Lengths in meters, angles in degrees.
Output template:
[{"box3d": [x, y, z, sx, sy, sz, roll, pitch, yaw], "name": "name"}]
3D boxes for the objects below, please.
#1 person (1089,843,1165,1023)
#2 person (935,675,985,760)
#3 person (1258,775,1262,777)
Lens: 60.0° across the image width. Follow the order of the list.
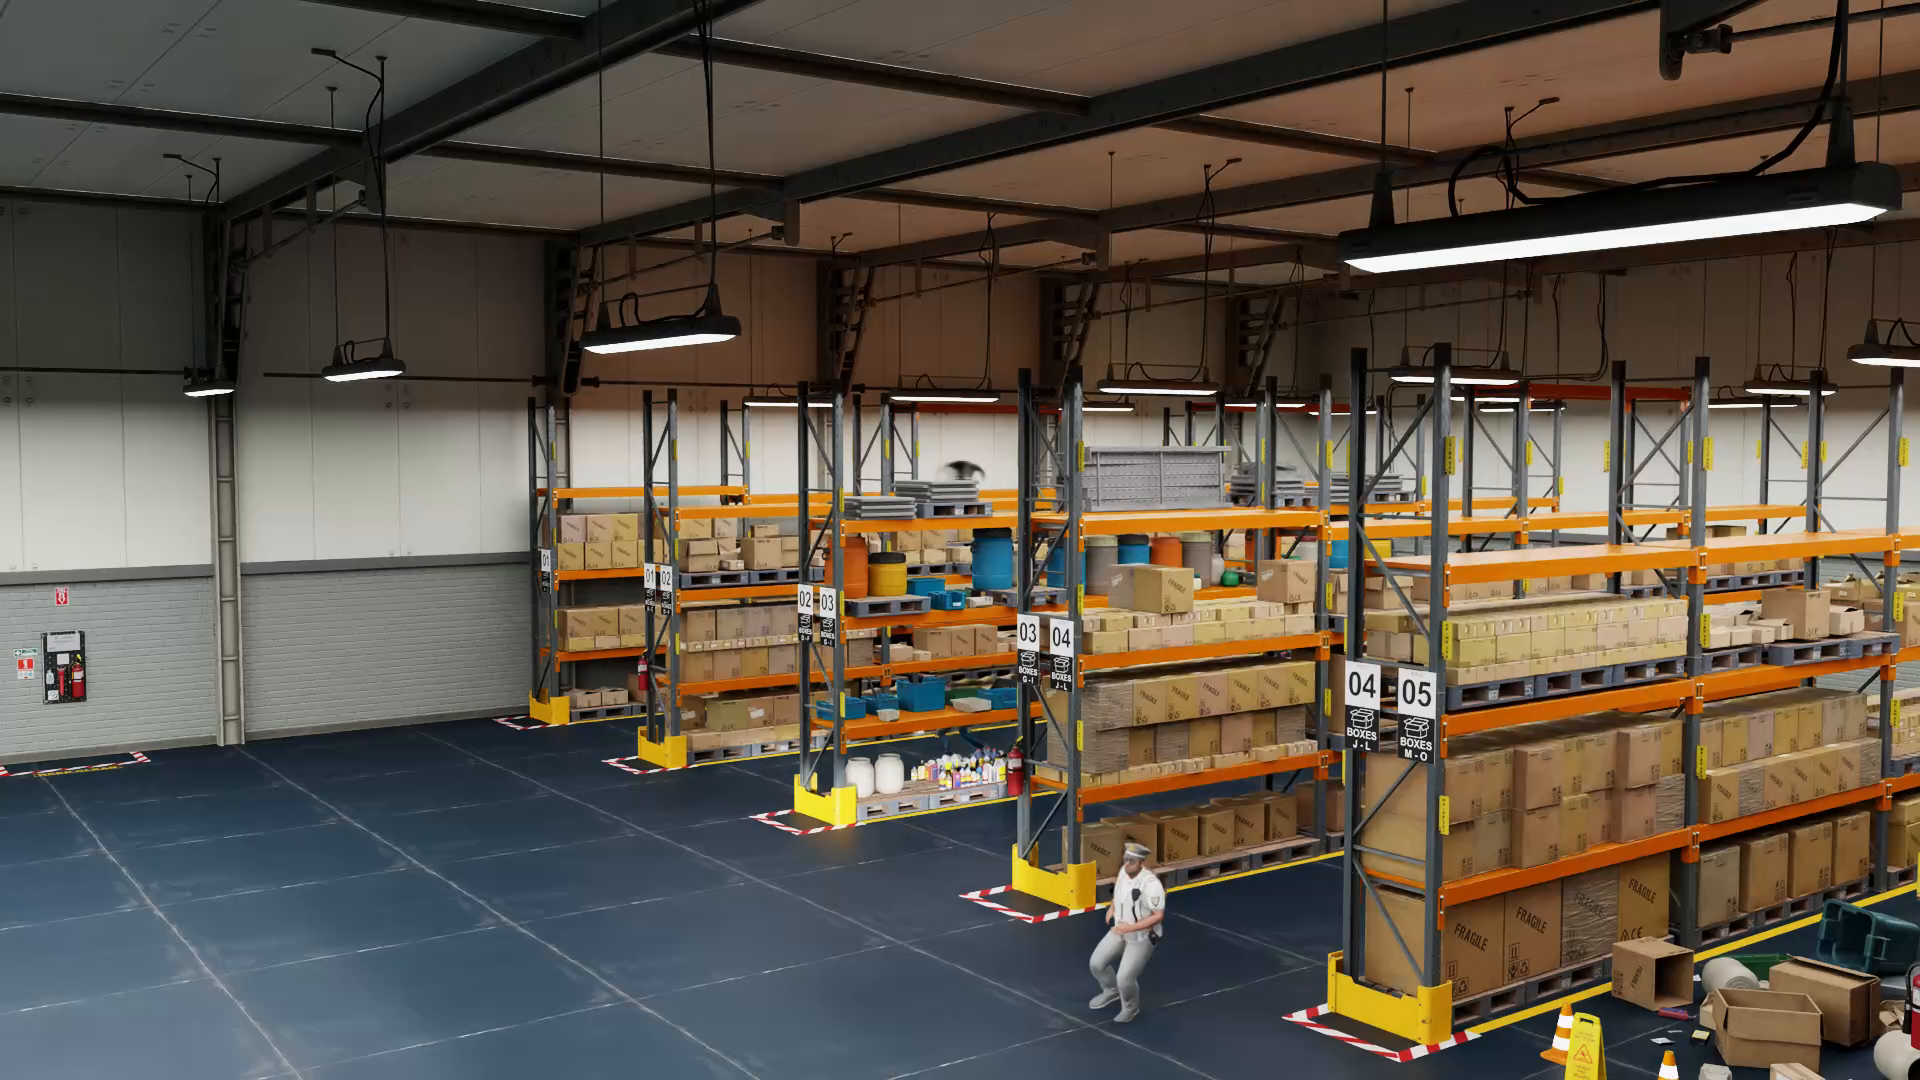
[{"box3d": [1.449, 3.485, 14.702, 0.643, 1.699, 0.865, -3, 5, -44], "name": "person"}, {"box3d": [0.001, 2.859, 26.680, 0.968, 1.445, 0.541, -2, 4, -26], "name": "person"}, {"box3d": [4.801, 2.859, 25.834, 0.601, 1.599, 0.824, 0, 3, 0], "name": "person"}]
